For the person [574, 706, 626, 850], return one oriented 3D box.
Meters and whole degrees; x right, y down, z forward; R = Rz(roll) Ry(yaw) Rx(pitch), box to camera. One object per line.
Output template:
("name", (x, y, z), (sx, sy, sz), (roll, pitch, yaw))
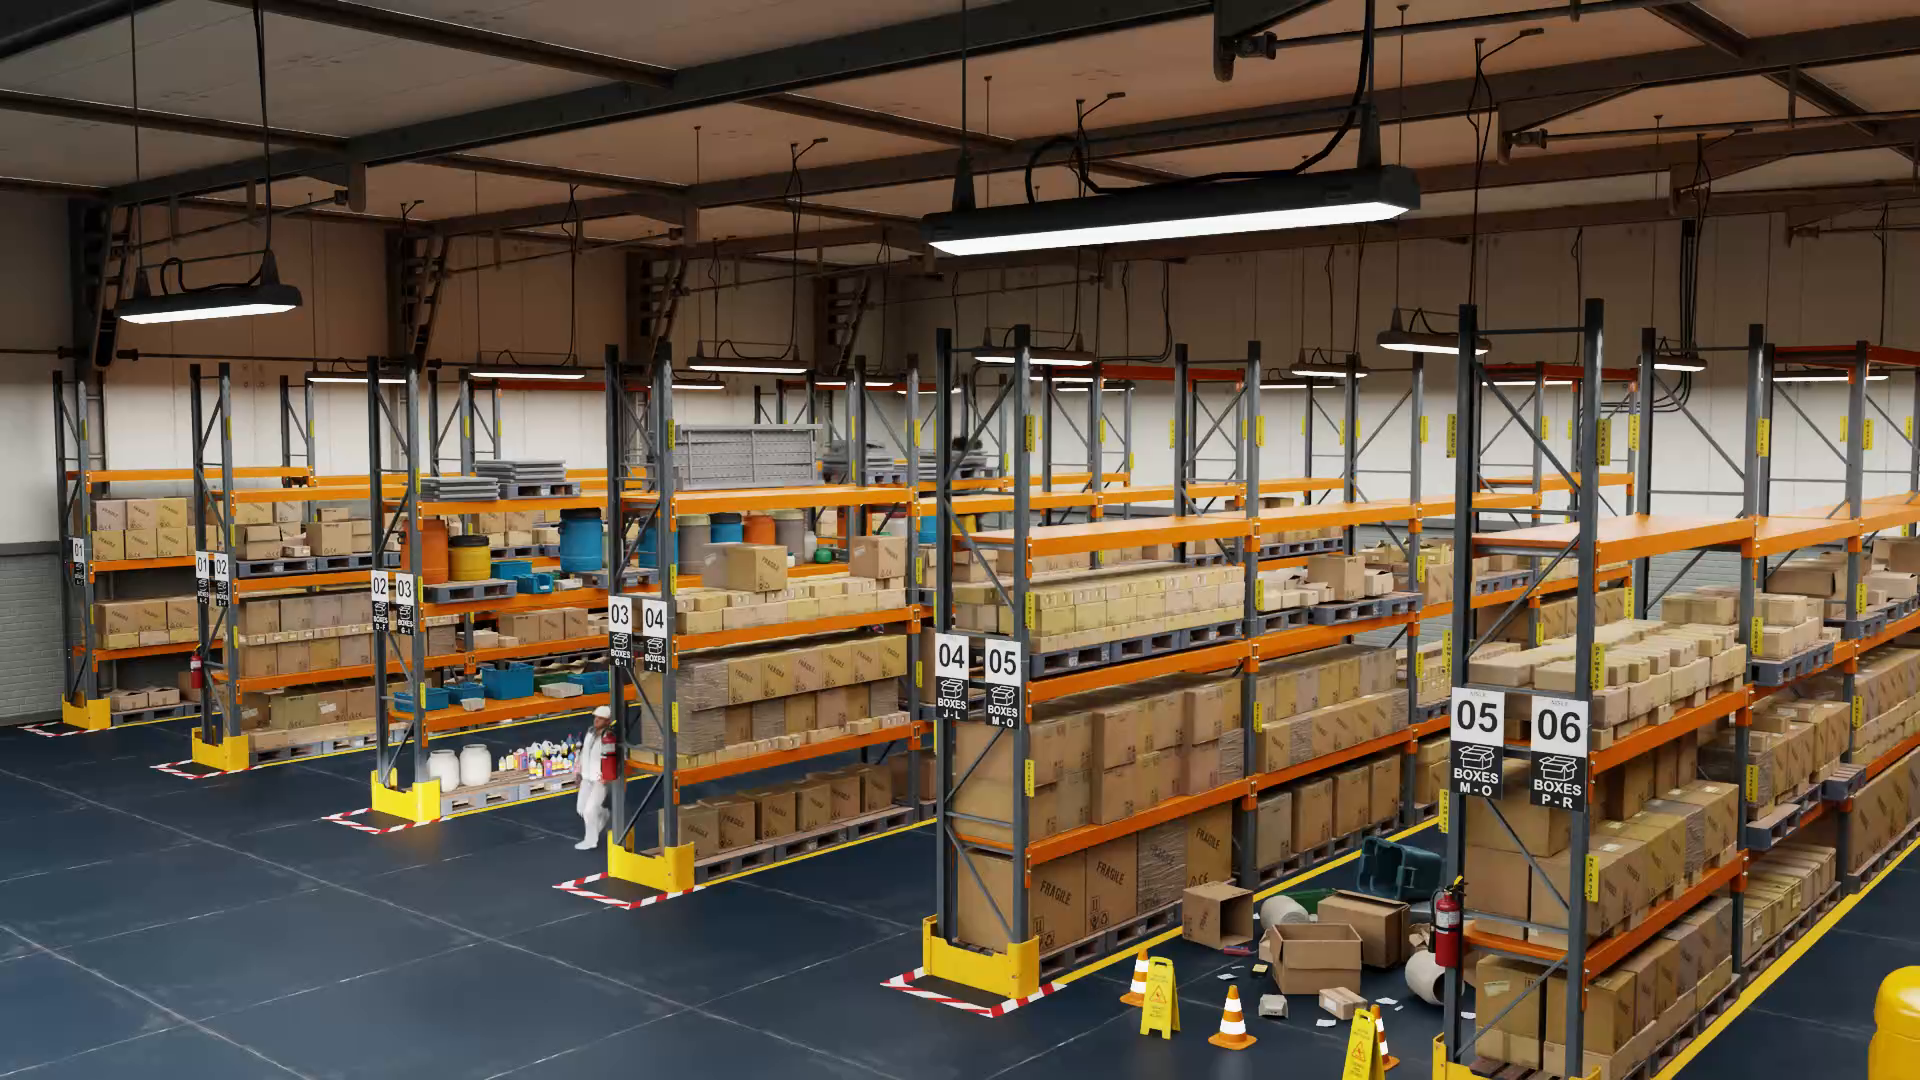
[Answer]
("person", (-4.317, 2.856, 20.116), (0.686, 1.729, 0.634), (2, 5, 30))
